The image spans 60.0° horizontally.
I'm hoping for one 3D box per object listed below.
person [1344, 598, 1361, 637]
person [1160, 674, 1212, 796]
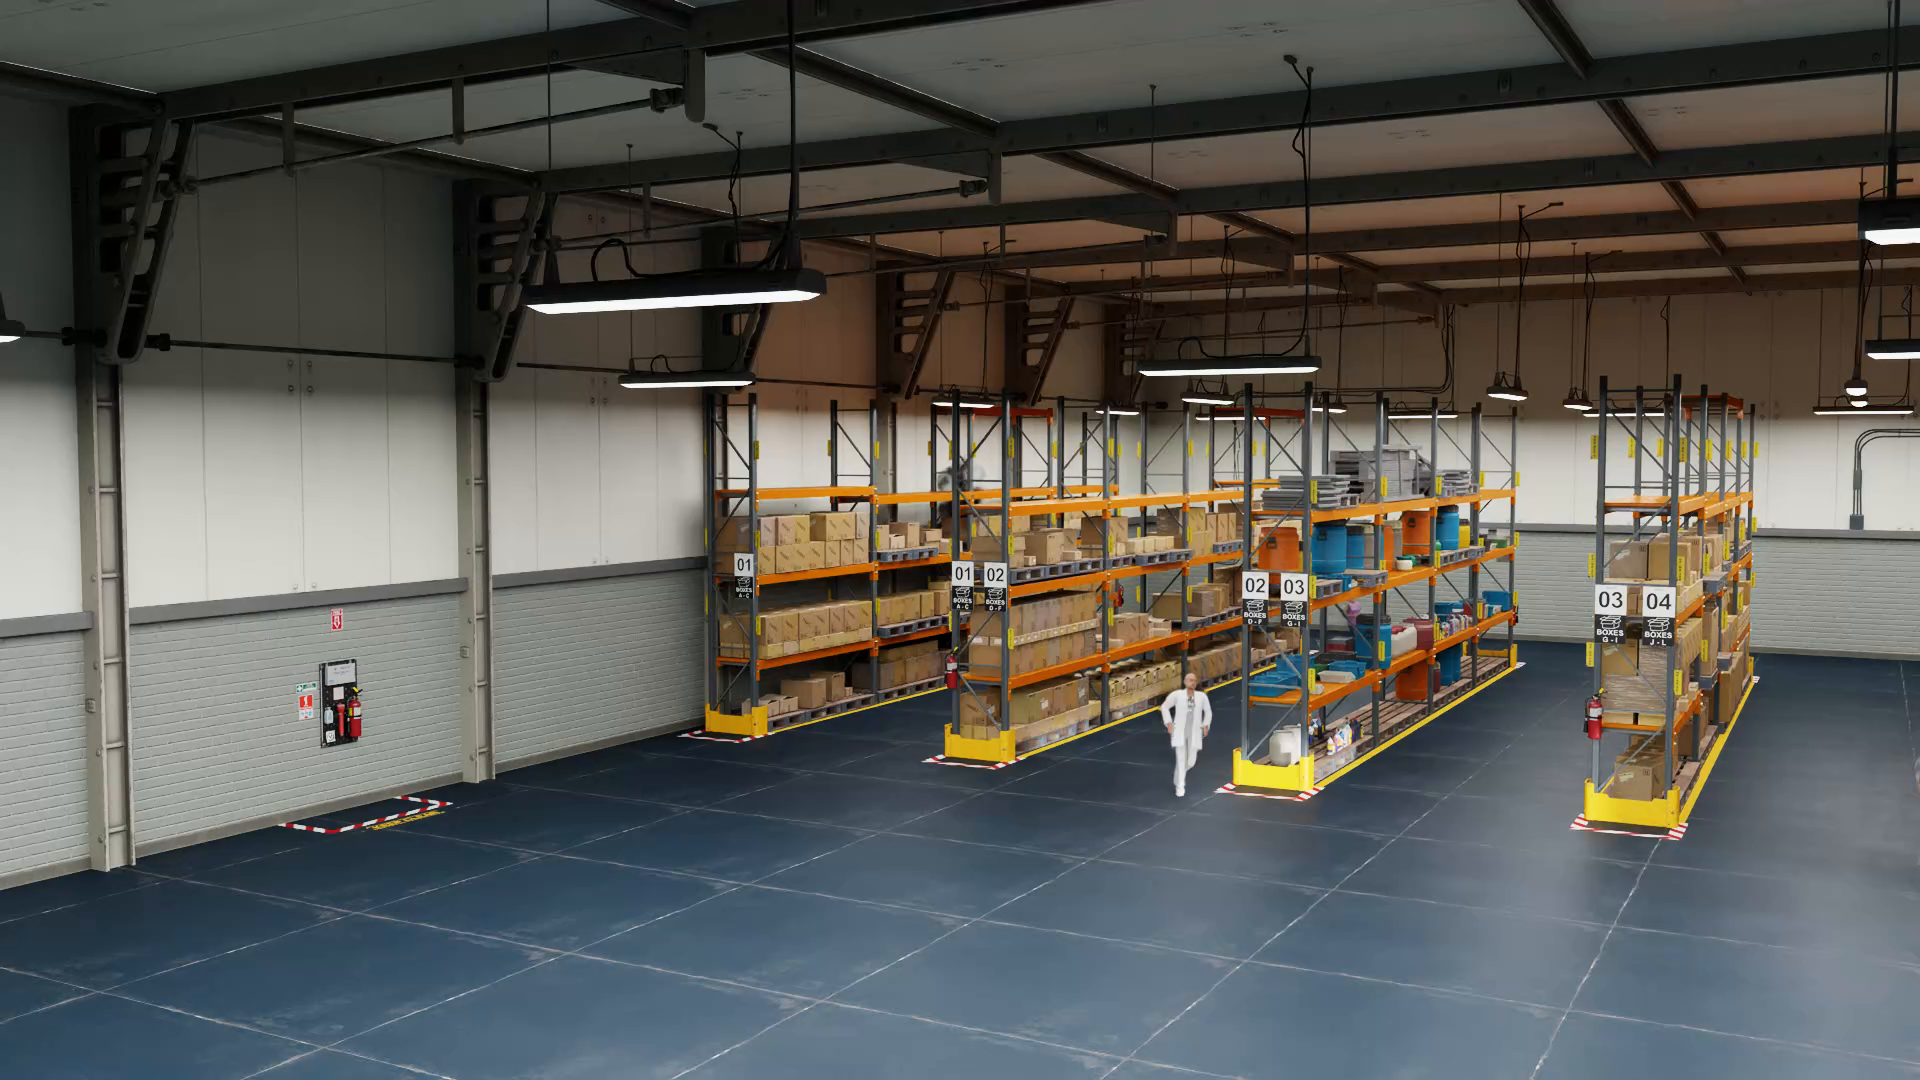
[{"bbox_3d":[9.610,2.040,40.522,0.614,1.557,0.612,-1,3,-15],"label":"person"},{"bbox_3d":[3.324,2.860,24.356,0.759,1.693,0.651,0,3,-1],"label":"person"}]
